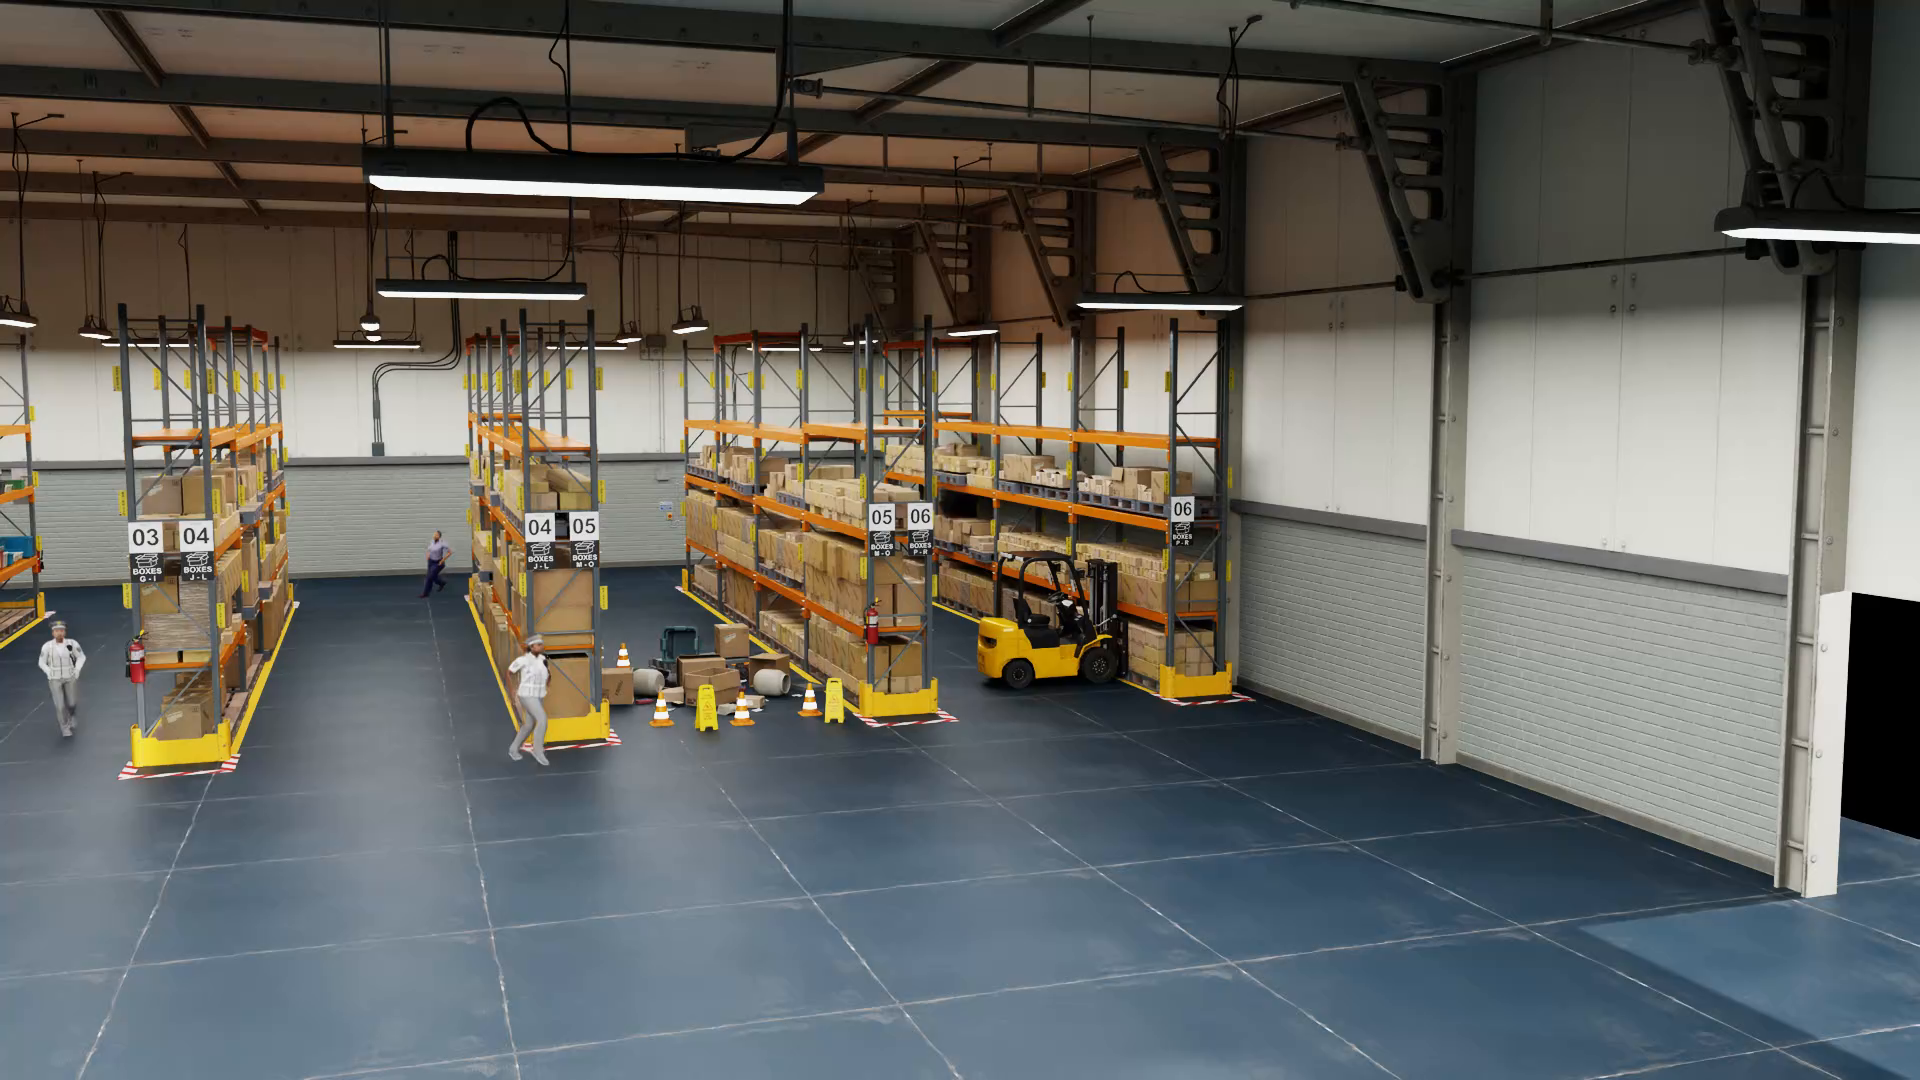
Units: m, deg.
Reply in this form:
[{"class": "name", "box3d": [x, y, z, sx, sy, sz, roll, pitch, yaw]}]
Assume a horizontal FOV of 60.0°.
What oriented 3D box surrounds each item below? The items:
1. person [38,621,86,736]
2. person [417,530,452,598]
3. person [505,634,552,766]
[{"class": "person", "box3d": [-12.668, 1.952, 23.484, 0.592, 1.651, 0.528, -3, 6, -28]}, {"class": "person", "box3d": [-12.174, 0.549, 38.810, 0.686, 1.582, 0.846, 3, 6, 29]}, {"class": "person", "box3d": [-5.622, 2.083, 21.938, 0.712, 1.680, 0.573, 3, 6, 26]}]
